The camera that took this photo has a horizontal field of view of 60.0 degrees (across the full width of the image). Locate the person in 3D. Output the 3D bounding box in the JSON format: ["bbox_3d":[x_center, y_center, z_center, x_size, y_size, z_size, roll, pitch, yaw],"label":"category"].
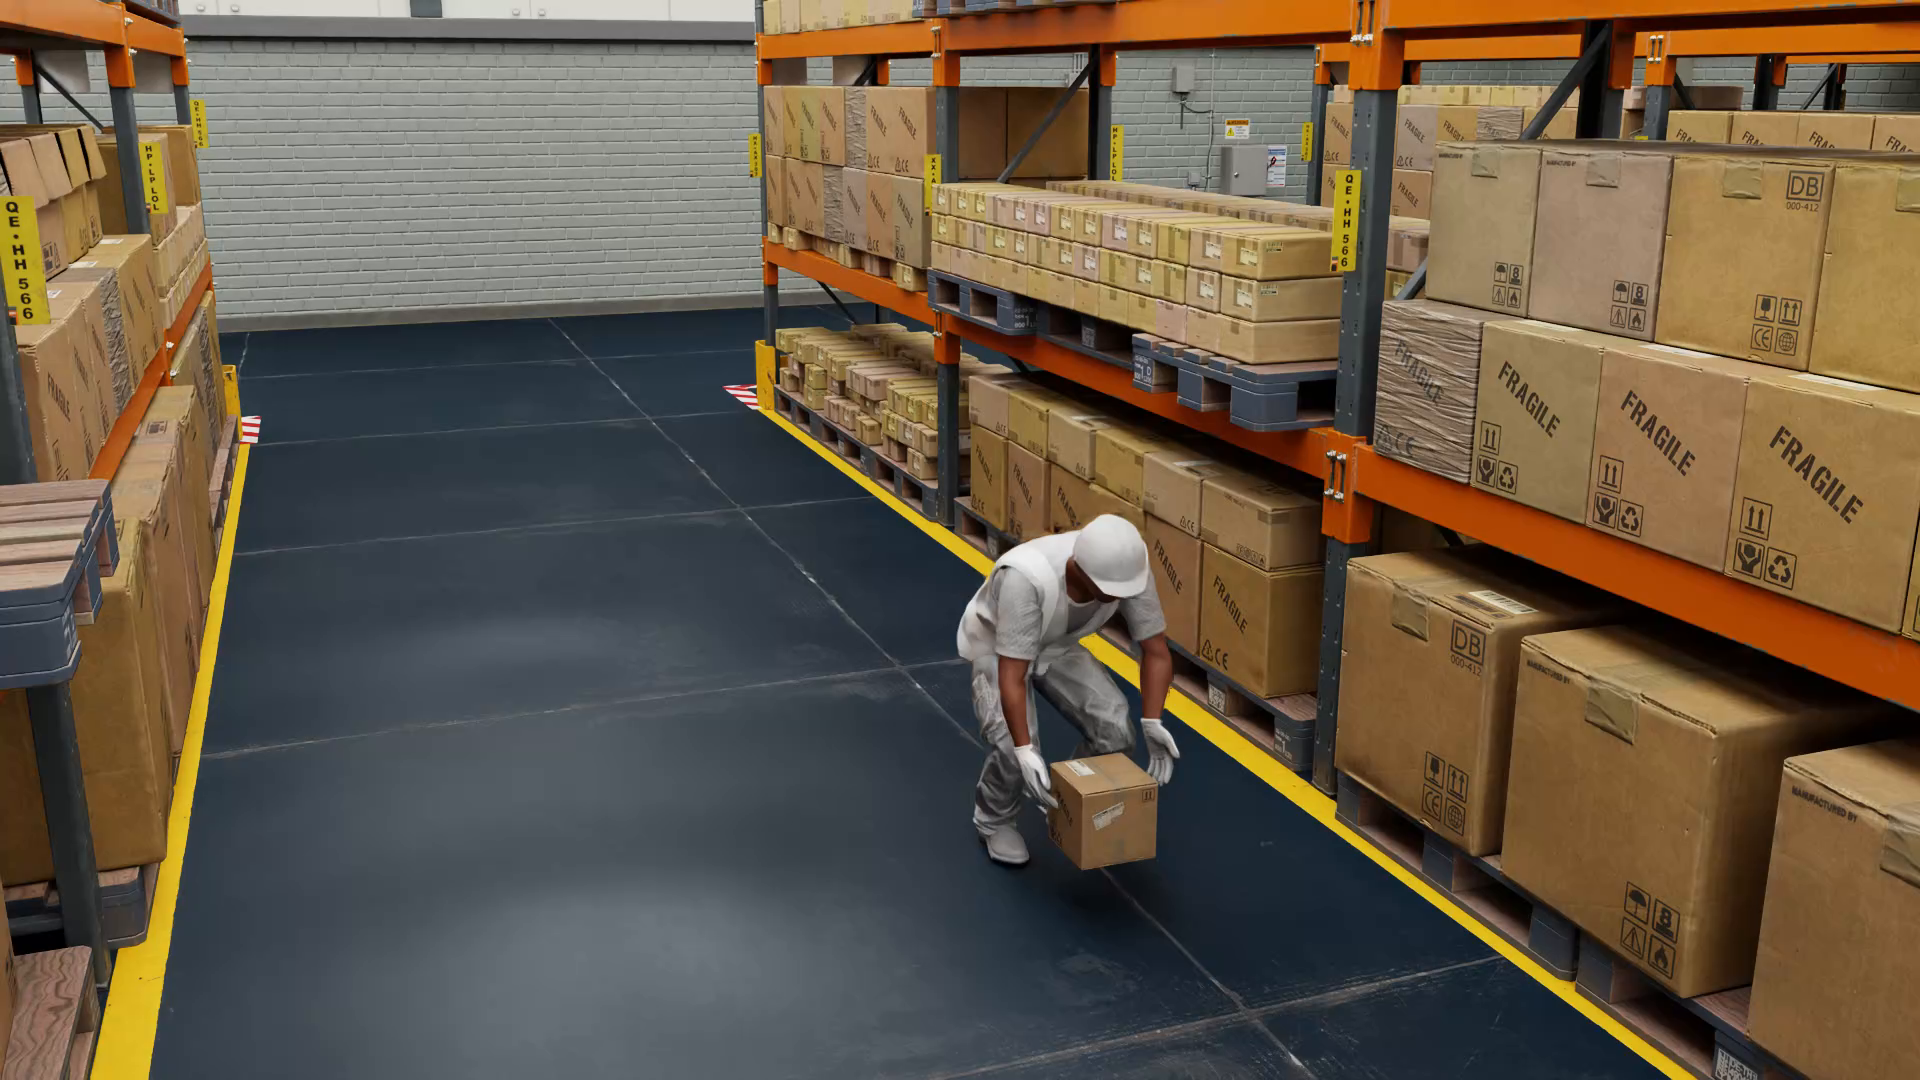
[{"bbox_3d":[0.337,0.445,5.405,0.603,1.236,0.840,-6,16,-20],"label":"person"}]
